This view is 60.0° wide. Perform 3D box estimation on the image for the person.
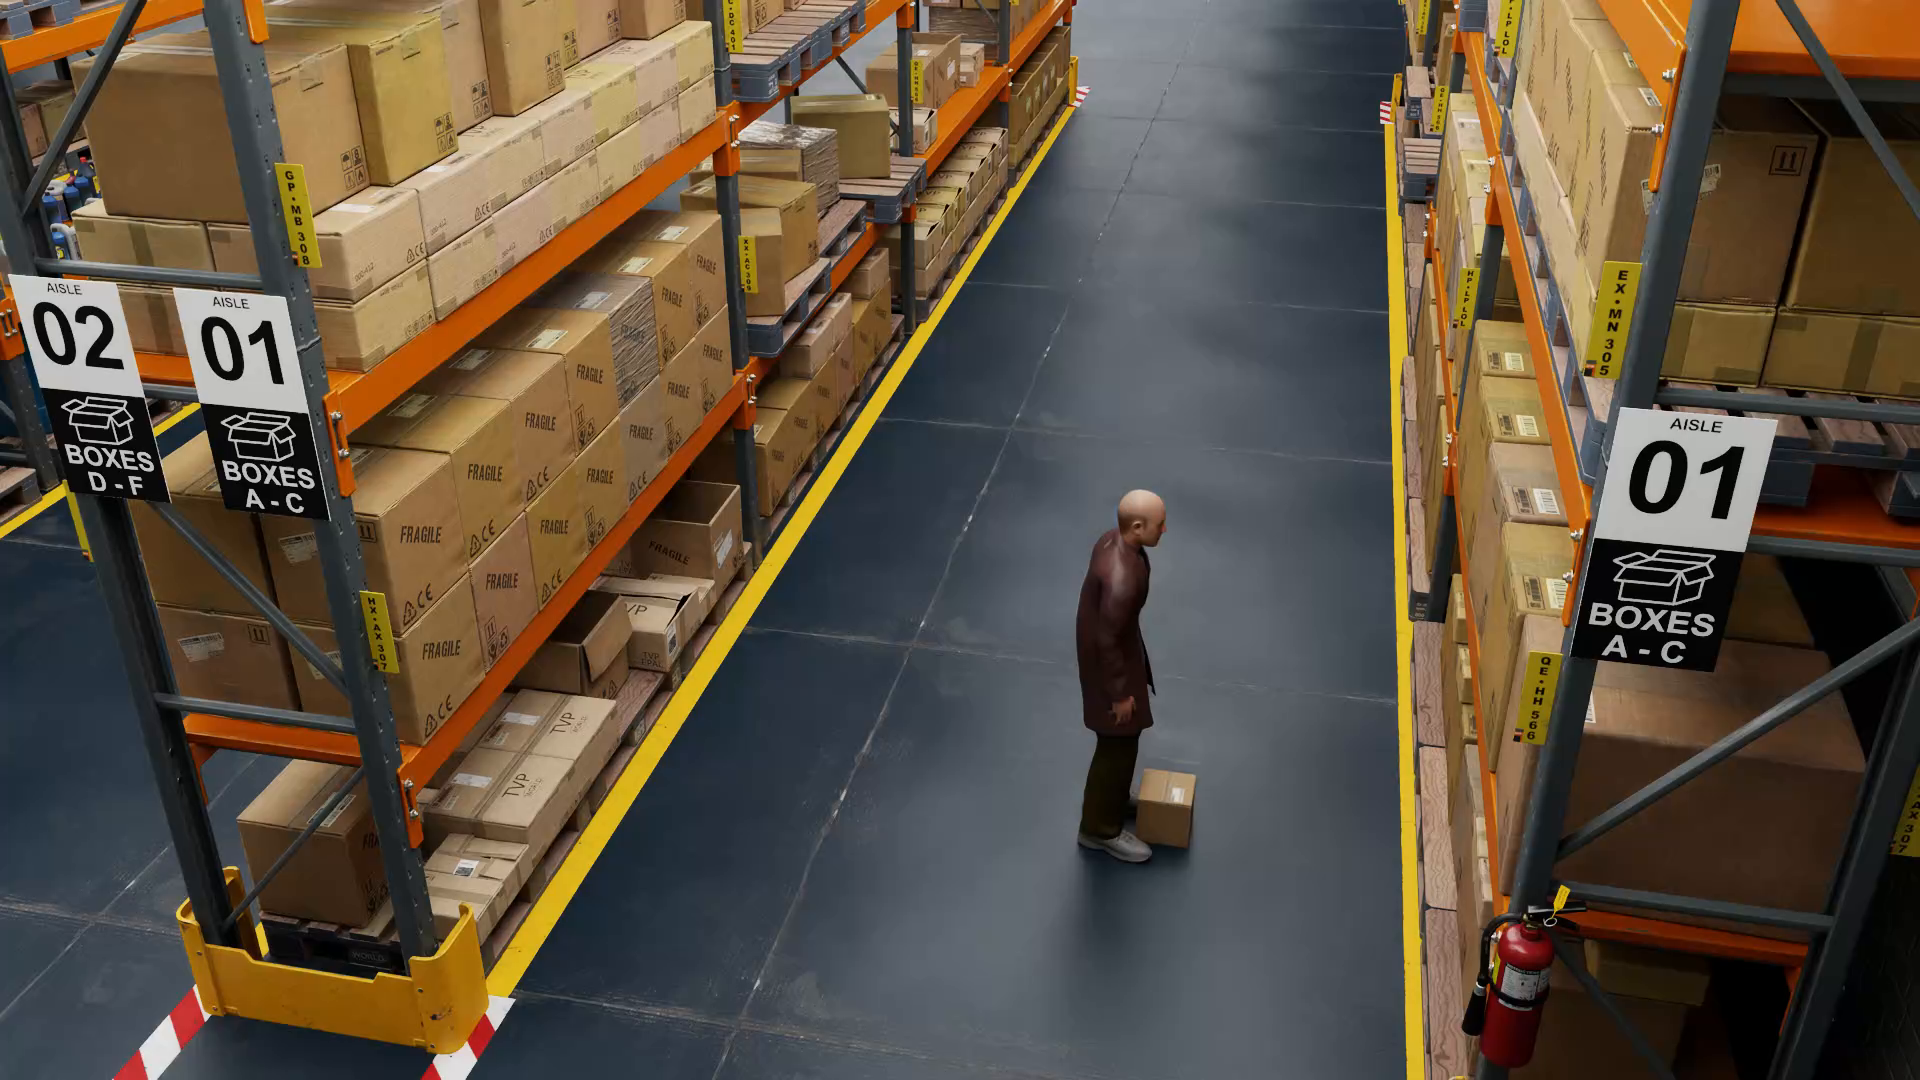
[{"bbox_3d":[0.733,0.580,7.570,0.429,1.772,0.643,4,29,8],"label":"person"}]
